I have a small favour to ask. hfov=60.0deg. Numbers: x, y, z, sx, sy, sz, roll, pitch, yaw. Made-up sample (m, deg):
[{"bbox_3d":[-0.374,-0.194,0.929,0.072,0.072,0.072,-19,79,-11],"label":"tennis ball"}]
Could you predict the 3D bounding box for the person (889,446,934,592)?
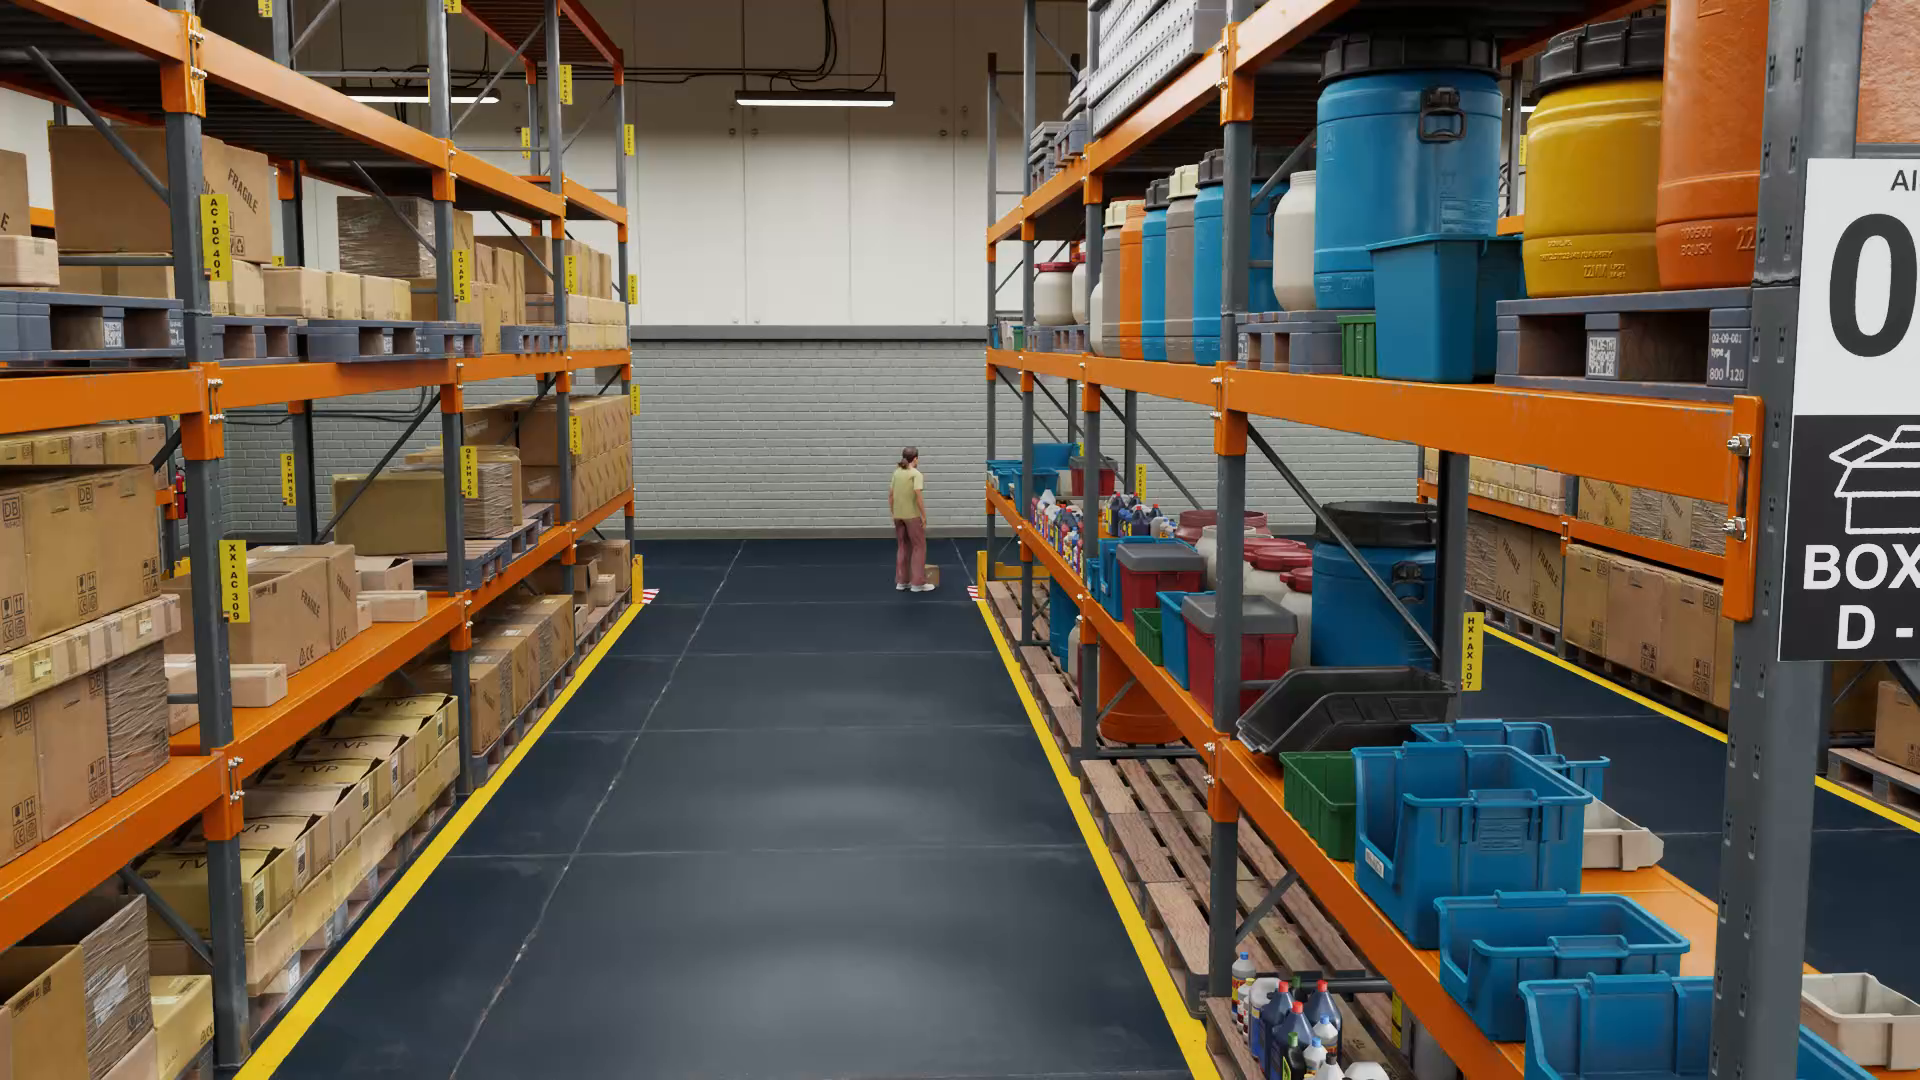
[{"bbox_3d":[-0.583,-0.250,19.319,0.509,1.671,0.364,5,9,38],"label":"person"}]
